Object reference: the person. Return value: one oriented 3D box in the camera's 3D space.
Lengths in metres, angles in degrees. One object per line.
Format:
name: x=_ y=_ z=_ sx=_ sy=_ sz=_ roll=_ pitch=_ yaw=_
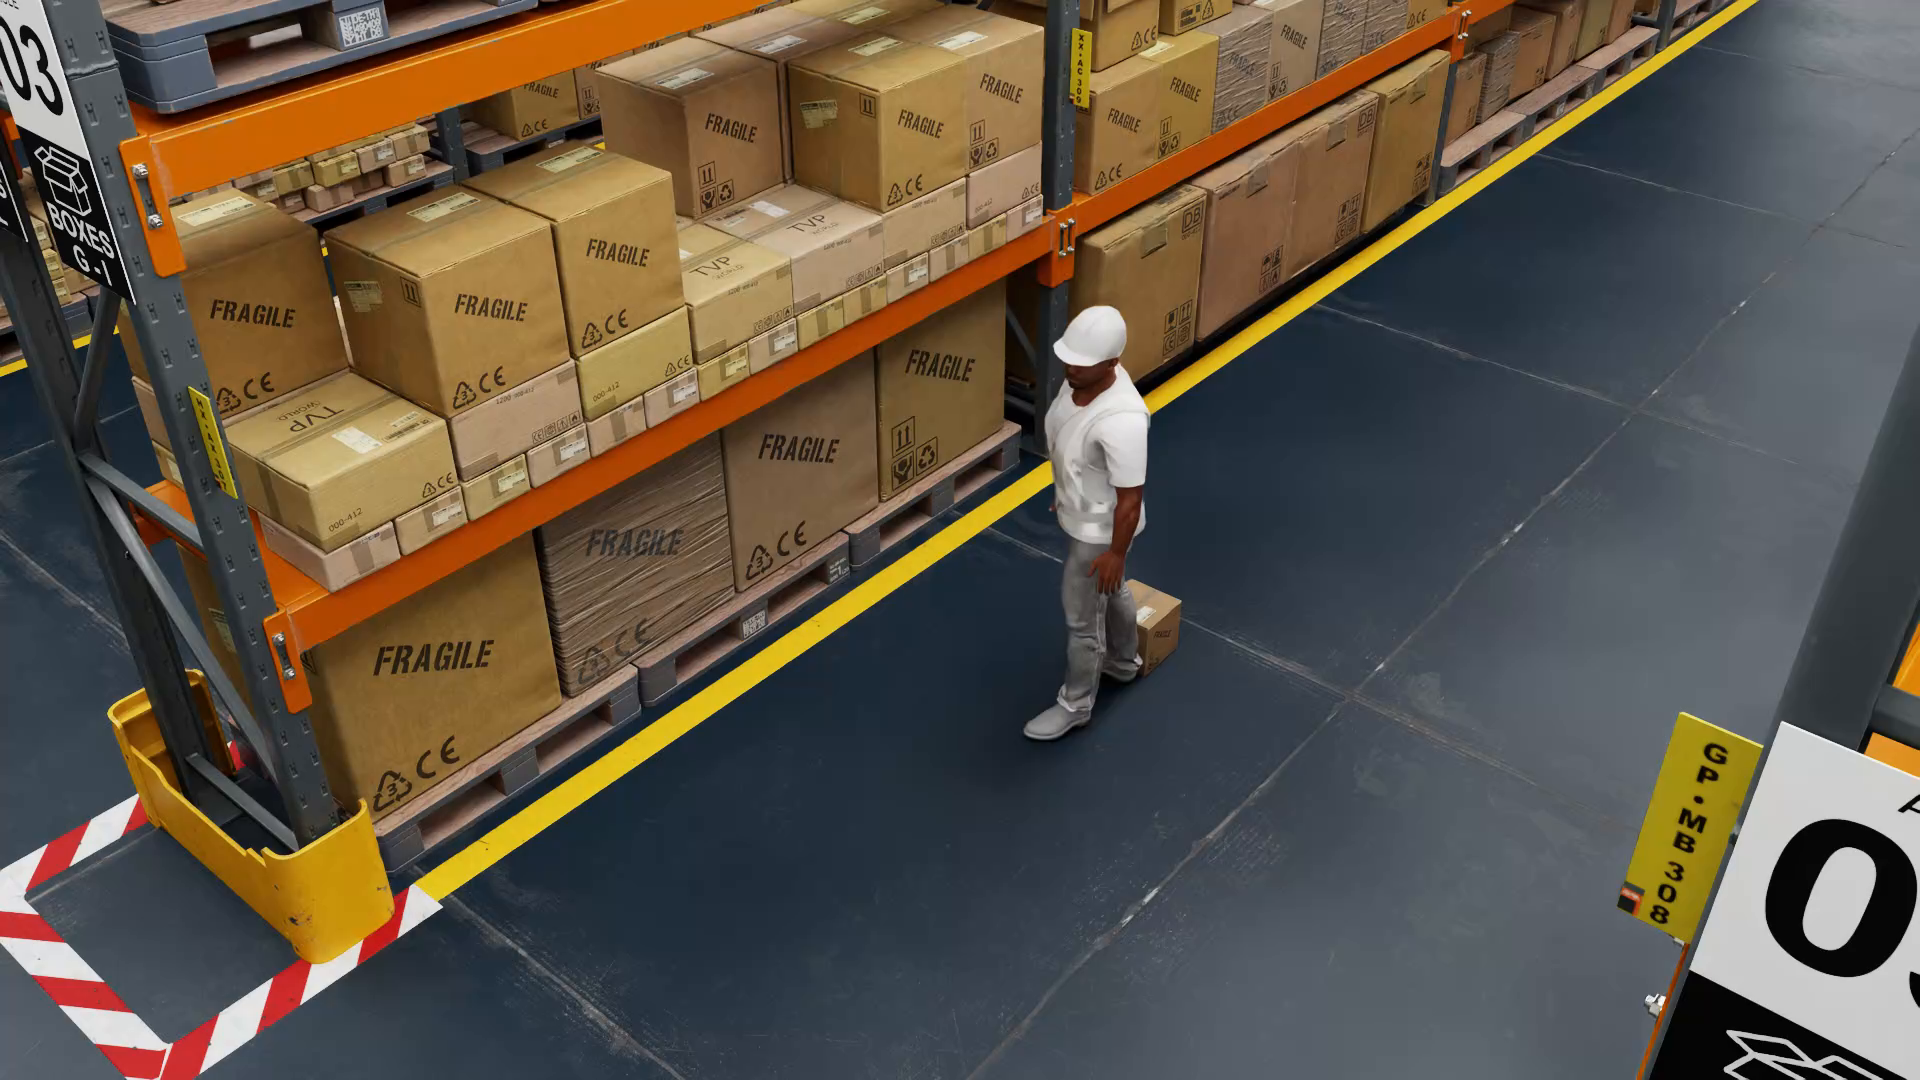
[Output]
person: x=0.484 y=-0.082 z=6.222 sx=0.537 sy=1.770 sz=0.587 roll=-5 pitch=35 yaw=-7
